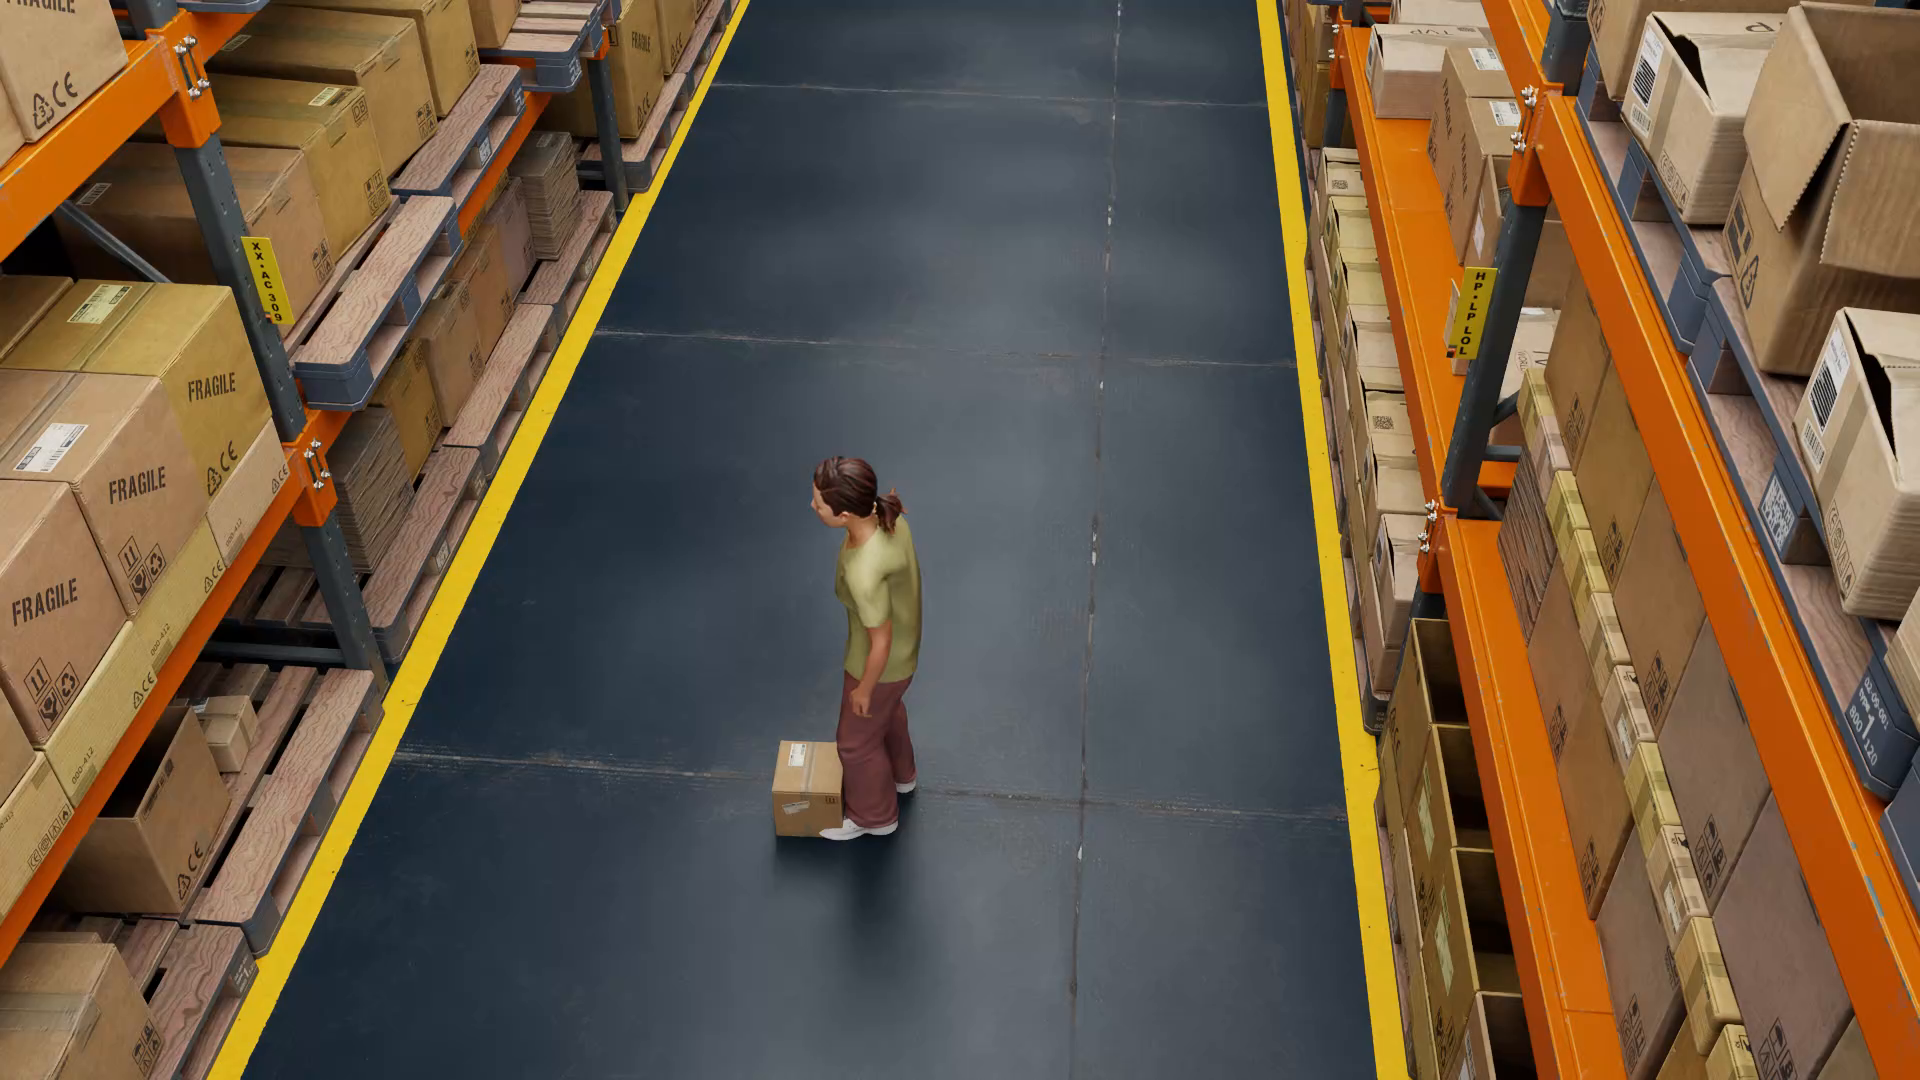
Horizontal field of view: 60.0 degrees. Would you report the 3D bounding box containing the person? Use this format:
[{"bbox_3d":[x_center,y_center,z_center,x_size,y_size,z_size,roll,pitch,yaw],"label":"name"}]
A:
[{"bbox_3d":[-0.328,0.385,5.701,0.404,1.673,0.500,3,40,4],"label":"person"}]
